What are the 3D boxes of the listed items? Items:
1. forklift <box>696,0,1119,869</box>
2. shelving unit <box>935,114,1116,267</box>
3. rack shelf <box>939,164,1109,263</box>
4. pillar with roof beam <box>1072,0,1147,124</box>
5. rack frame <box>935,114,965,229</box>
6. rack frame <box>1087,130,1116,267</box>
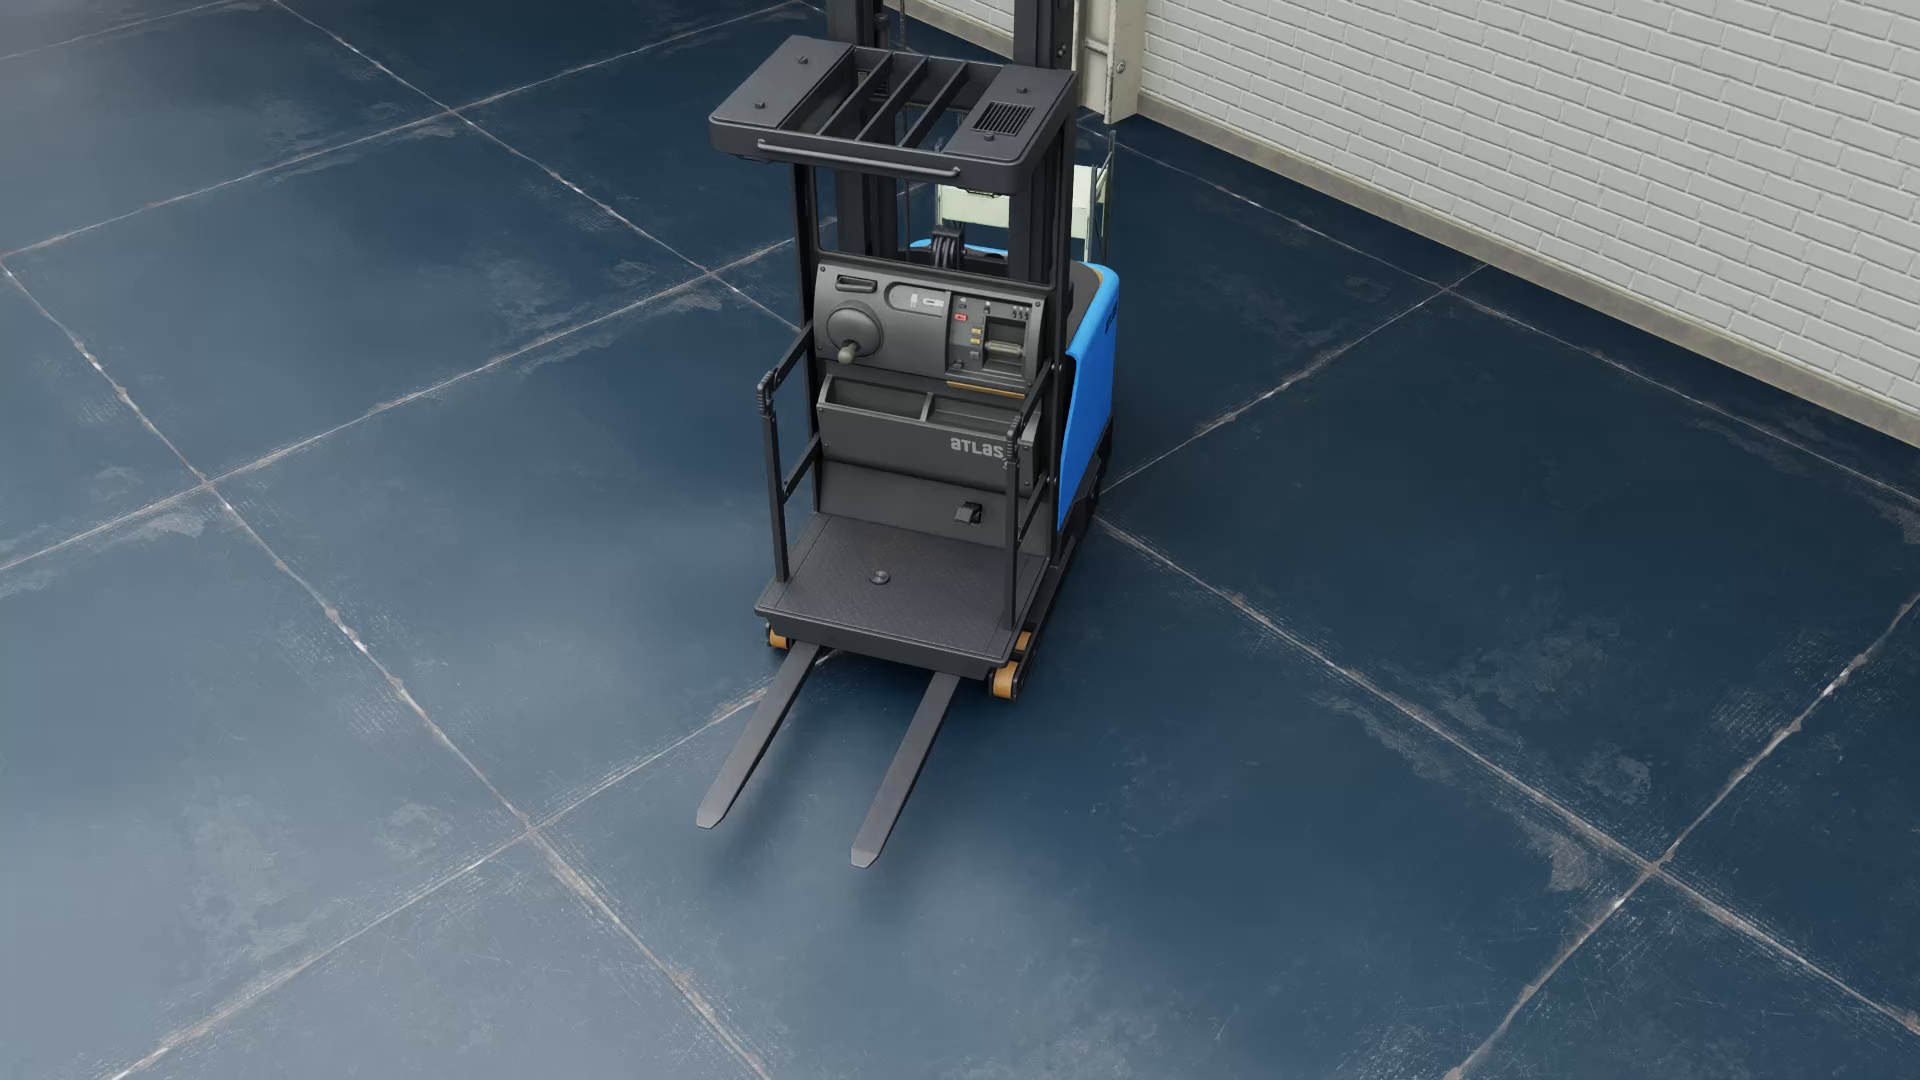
[{"bbox_3d":[-0.192,-0.763,6.362,1.130,2.935,3.031,11,40,14],"label":"forklift"},{"bbox_3d":[0.305,-1.265,8.123,0.755,1.500,0.431,11,40,13],"label":"shelving unit"},{"bbox_3d":[0.305,-1.569,7.877,0.720,0.370,0.431,11,40,13],"label":"rack shelf"},{"bbox_3d":[-2.186,-4.631,6.322,9.100,9.000,0.400,-30,48,-32],"label":"pillar with roof beam"},{"bbox_3d":[-0.044,-1.333,8.206,0.023,1.500,0.400,11,40,13],"label":"rack frame"},{"bbox_3d":[0.655,-1.197,8.039,0.023,1.500,0.400,11,40,13],"label":"rack frame"}]
